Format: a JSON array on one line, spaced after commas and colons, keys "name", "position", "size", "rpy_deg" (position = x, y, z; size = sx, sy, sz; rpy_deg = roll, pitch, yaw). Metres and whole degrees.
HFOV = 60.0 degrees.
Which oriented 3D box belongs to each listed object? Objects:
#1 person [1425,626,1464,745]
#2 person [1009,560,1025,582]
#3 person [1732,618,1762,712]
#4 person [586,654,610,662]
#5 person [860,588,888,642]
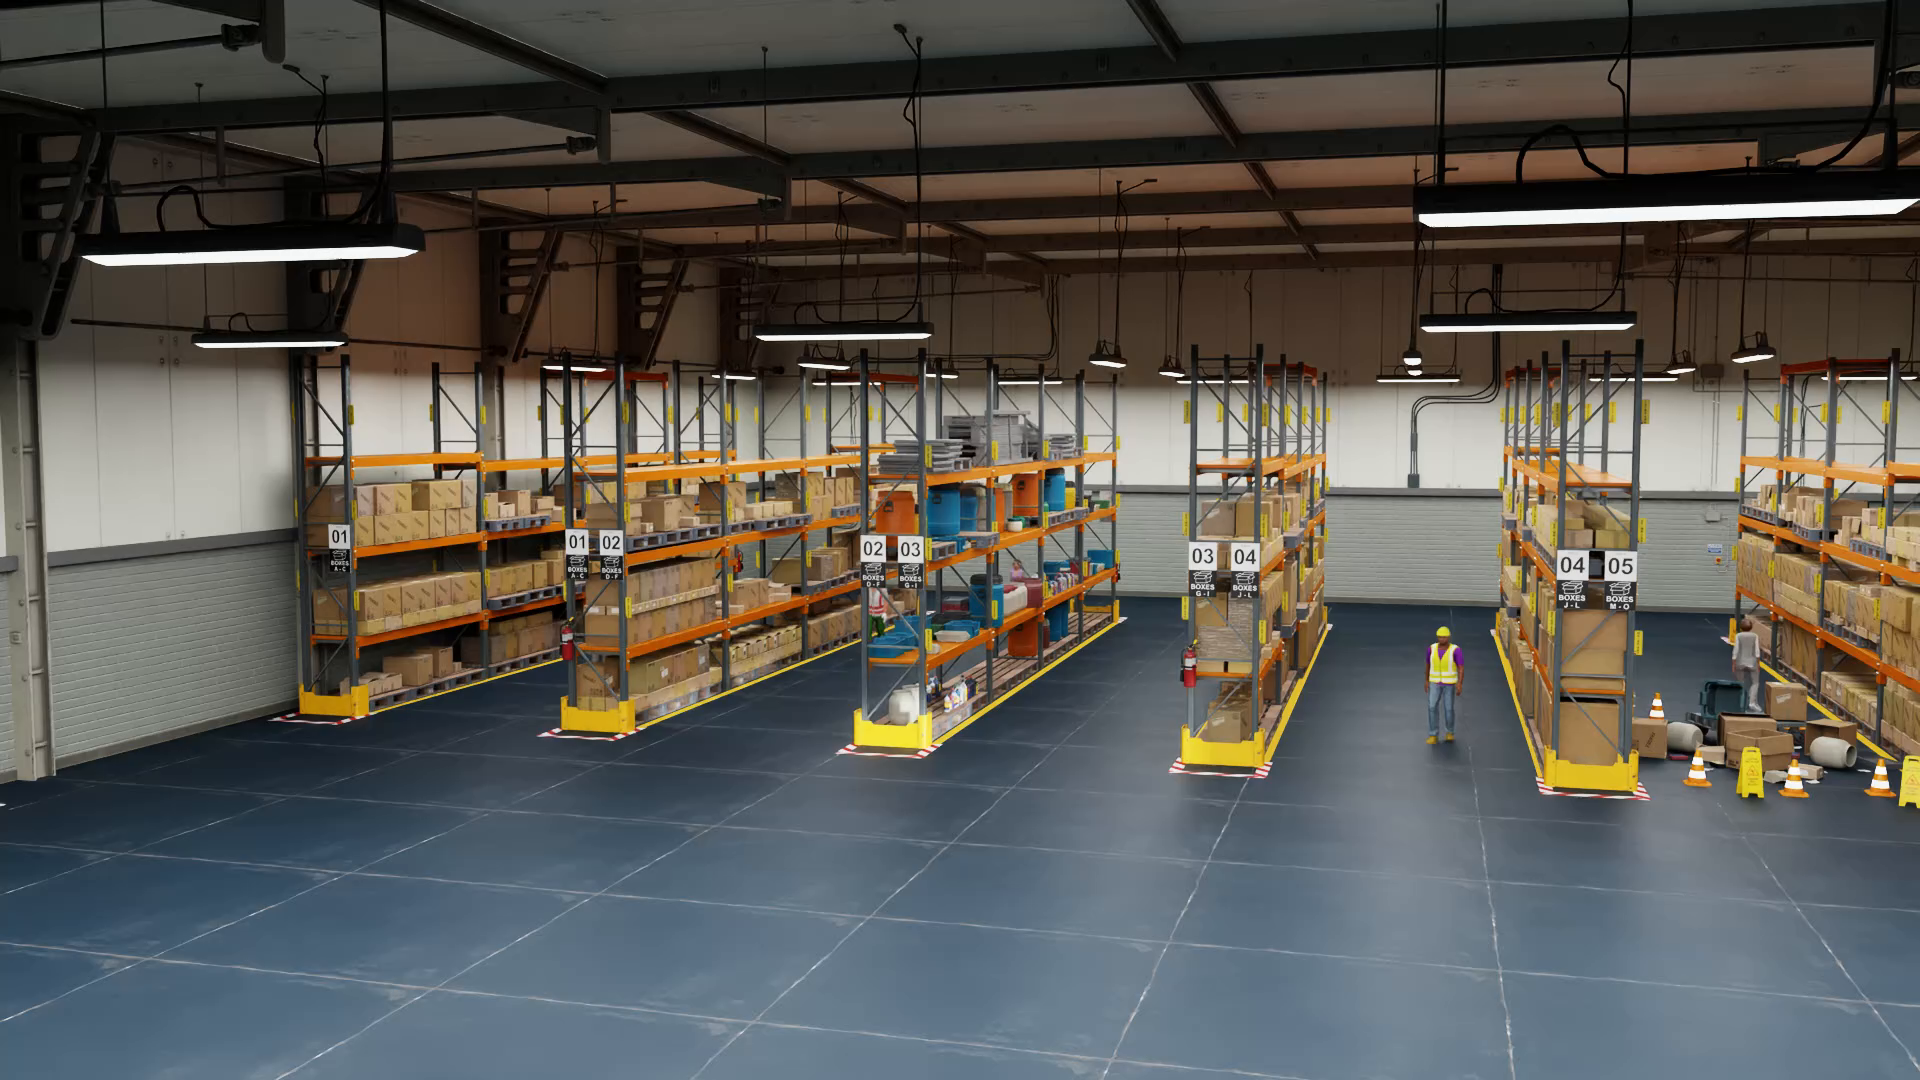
[{"name": "person", "position": [7.392, 2.221, 25.457], "size": [0.626, 1.795, 0.624], "rpy_deg": [3, 5, 32]}, {"name": "person", "position": [1.360, 1.232, 39.686], "size": [0.431, 1.540, 0.969], "rpy_deg": [1, 4, 16]}, {"name": "person", "position": [13.210, 2.118, 27.914], "size": [0.462, 1.596, 0.454], "rpy_deg": [1, 4, 16]}, {"name": "person", "position": [-6.465, 1.935, 30.058], "size": [0.583, 1.659, 0.548], "rpy_deg": [1, 4, 7]}, {"name": "person", "position": [-1.782, 1.550, 34.145], "size": [0.621, 1.738, 1.025], "rpy_deg": [1, 4, 7]}]
